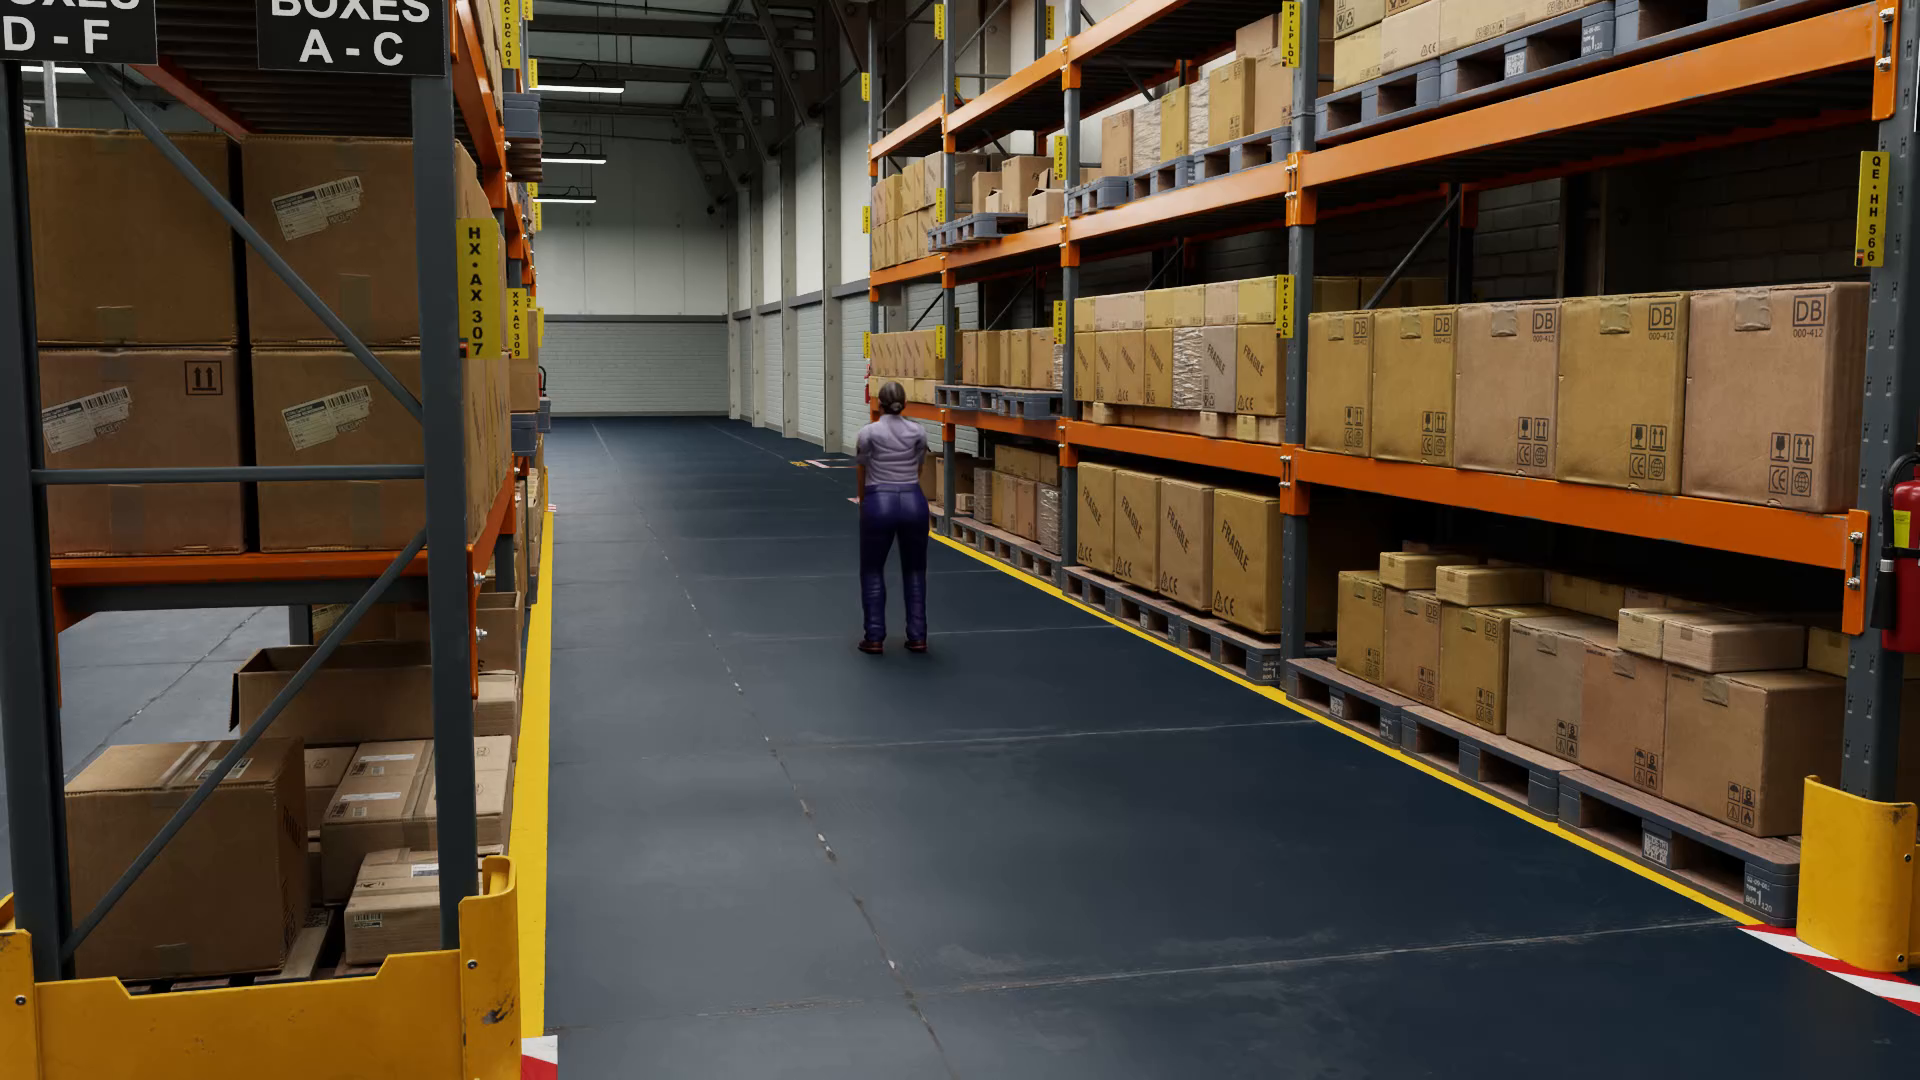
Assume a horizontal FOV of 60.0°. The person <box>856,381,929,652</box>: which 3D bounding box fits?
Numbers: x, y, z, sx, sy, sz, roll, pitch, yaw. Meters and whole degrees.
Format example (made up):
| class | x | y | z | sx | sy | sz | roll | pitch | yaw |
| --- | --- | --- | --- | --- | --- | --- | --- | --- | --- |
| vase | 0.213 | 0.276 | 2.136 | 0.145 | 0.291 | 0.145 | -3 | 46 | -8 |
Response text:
| class | x | y | z | sx | sy | sz | roll | pitch | yaw |
| --- | --- | --- | --- | --- | --- | --- | --- | --- | --- |
| person | -0.427 | -0.147 | 10.140 | 0.434 | 1.646 | 0.522 | -2 | 6 | -14 |
